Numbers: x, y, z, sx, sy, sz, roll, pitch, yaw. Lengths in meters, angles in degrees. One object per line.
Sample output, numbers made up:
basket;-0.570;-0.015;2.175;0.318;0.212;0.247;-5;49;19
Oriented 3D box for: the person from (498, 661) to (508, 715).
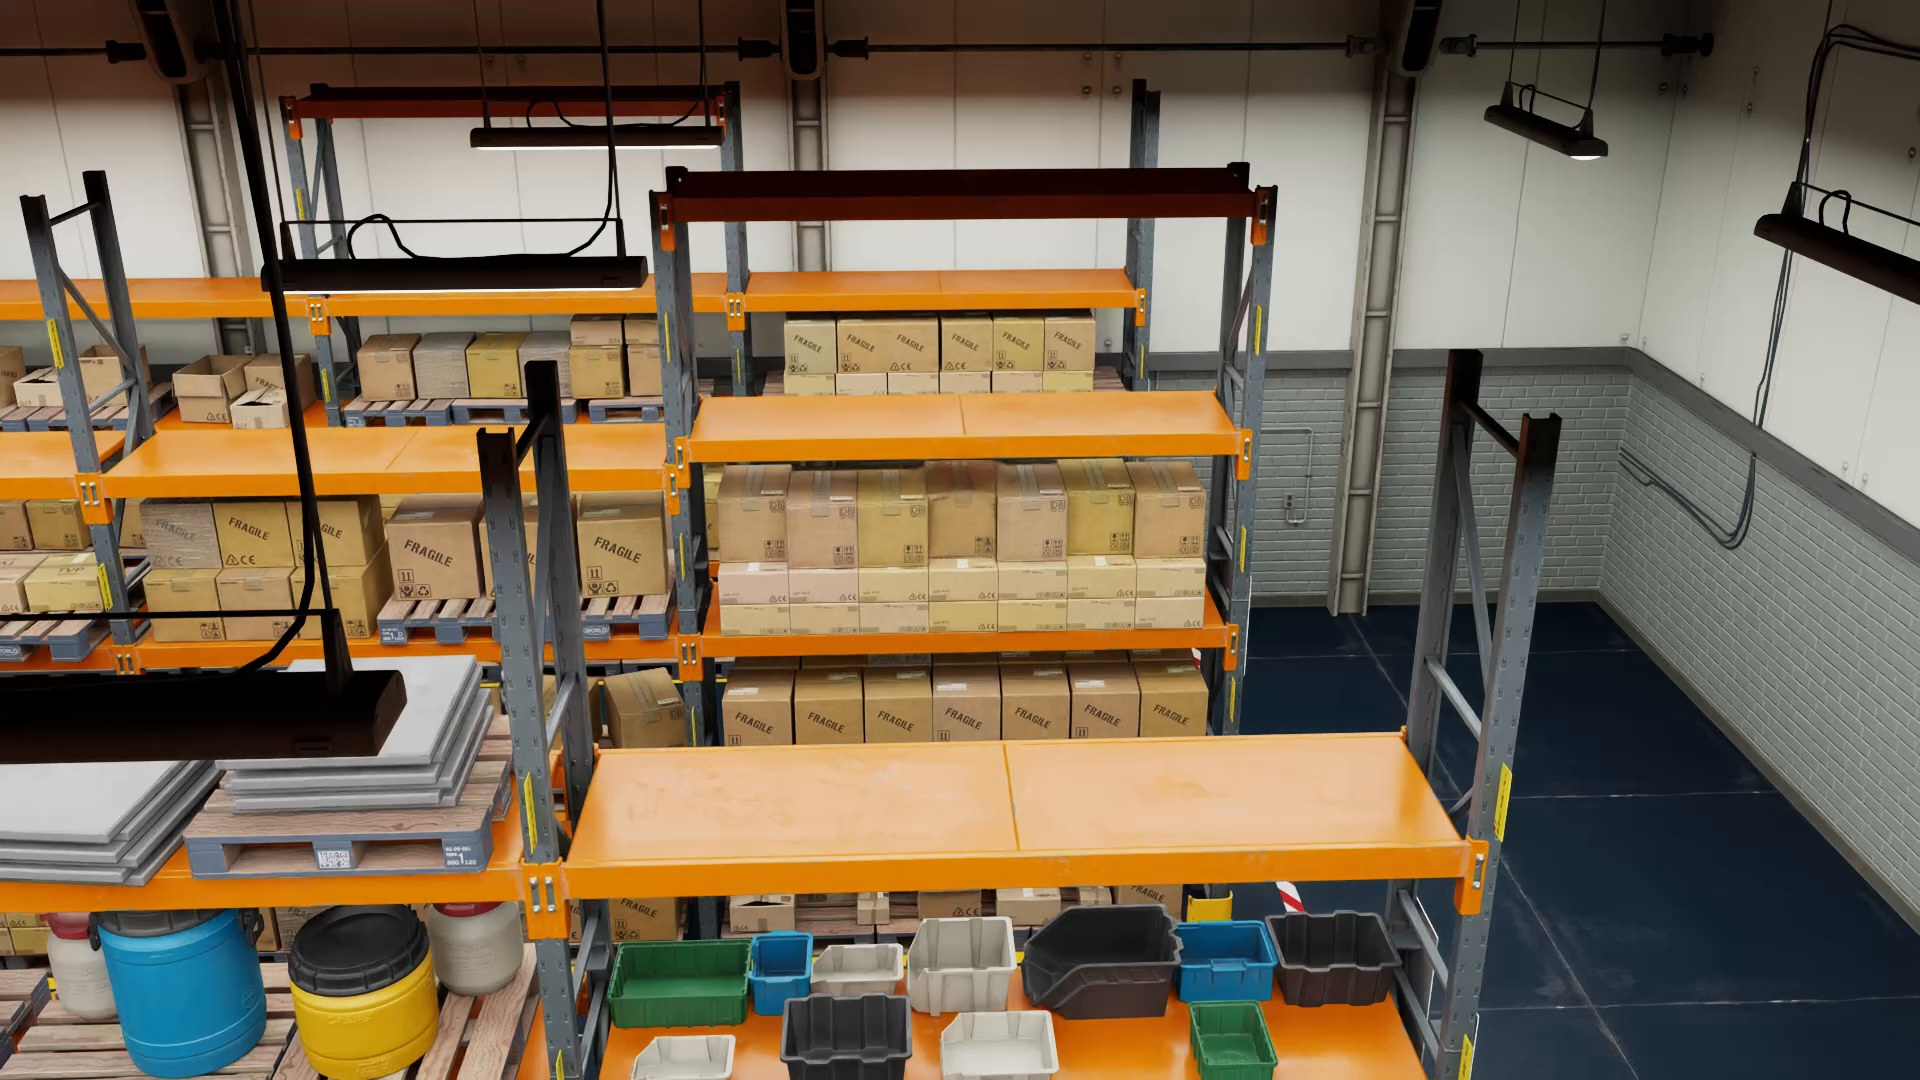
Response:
person;-3.857;1.629;14.955;0.513;1.667;0.562;-4;22;-9
